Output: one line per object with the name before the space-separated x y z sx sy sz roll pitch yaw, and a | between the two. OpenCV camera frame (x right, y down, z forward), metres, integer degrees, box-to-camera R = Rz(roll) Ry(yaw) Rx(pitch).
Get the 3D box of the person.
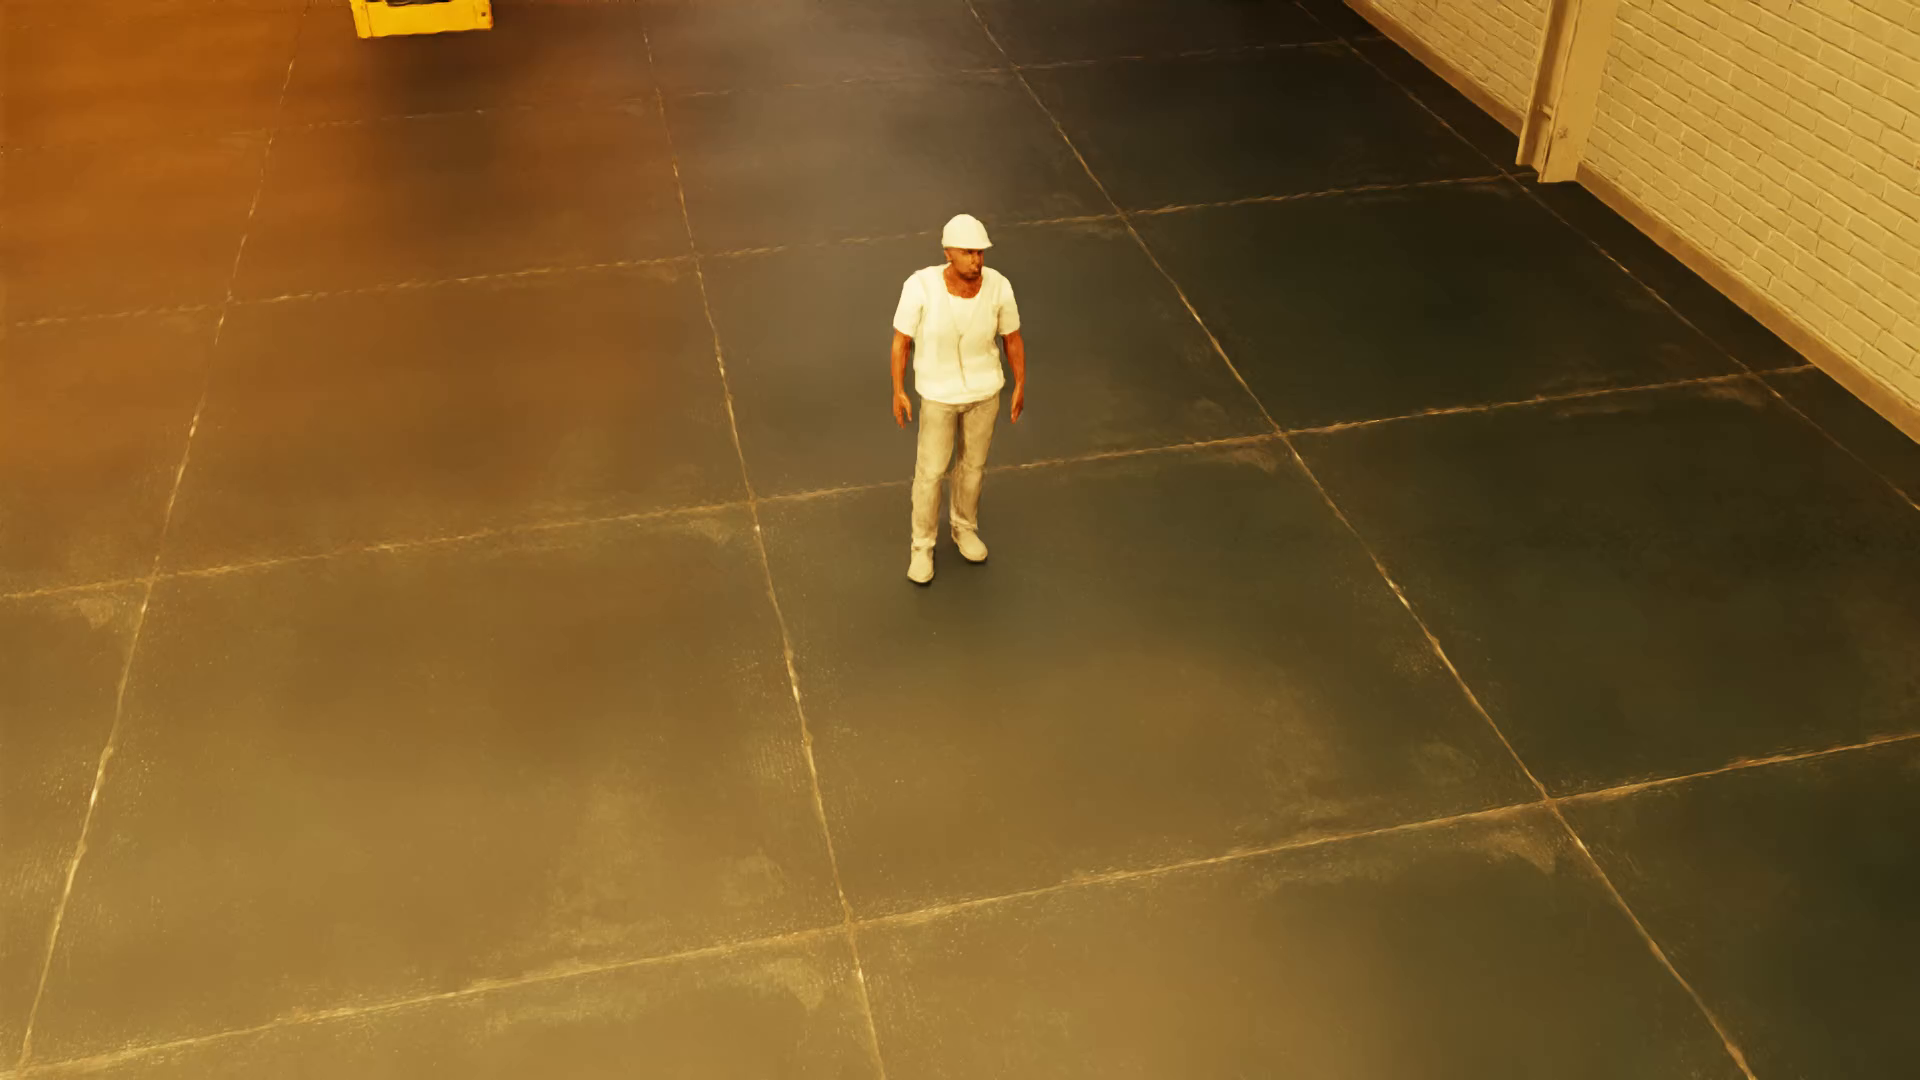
person | 0.010 -0.682 7.983 0.665 1.766 0.576 -8 36 -11
